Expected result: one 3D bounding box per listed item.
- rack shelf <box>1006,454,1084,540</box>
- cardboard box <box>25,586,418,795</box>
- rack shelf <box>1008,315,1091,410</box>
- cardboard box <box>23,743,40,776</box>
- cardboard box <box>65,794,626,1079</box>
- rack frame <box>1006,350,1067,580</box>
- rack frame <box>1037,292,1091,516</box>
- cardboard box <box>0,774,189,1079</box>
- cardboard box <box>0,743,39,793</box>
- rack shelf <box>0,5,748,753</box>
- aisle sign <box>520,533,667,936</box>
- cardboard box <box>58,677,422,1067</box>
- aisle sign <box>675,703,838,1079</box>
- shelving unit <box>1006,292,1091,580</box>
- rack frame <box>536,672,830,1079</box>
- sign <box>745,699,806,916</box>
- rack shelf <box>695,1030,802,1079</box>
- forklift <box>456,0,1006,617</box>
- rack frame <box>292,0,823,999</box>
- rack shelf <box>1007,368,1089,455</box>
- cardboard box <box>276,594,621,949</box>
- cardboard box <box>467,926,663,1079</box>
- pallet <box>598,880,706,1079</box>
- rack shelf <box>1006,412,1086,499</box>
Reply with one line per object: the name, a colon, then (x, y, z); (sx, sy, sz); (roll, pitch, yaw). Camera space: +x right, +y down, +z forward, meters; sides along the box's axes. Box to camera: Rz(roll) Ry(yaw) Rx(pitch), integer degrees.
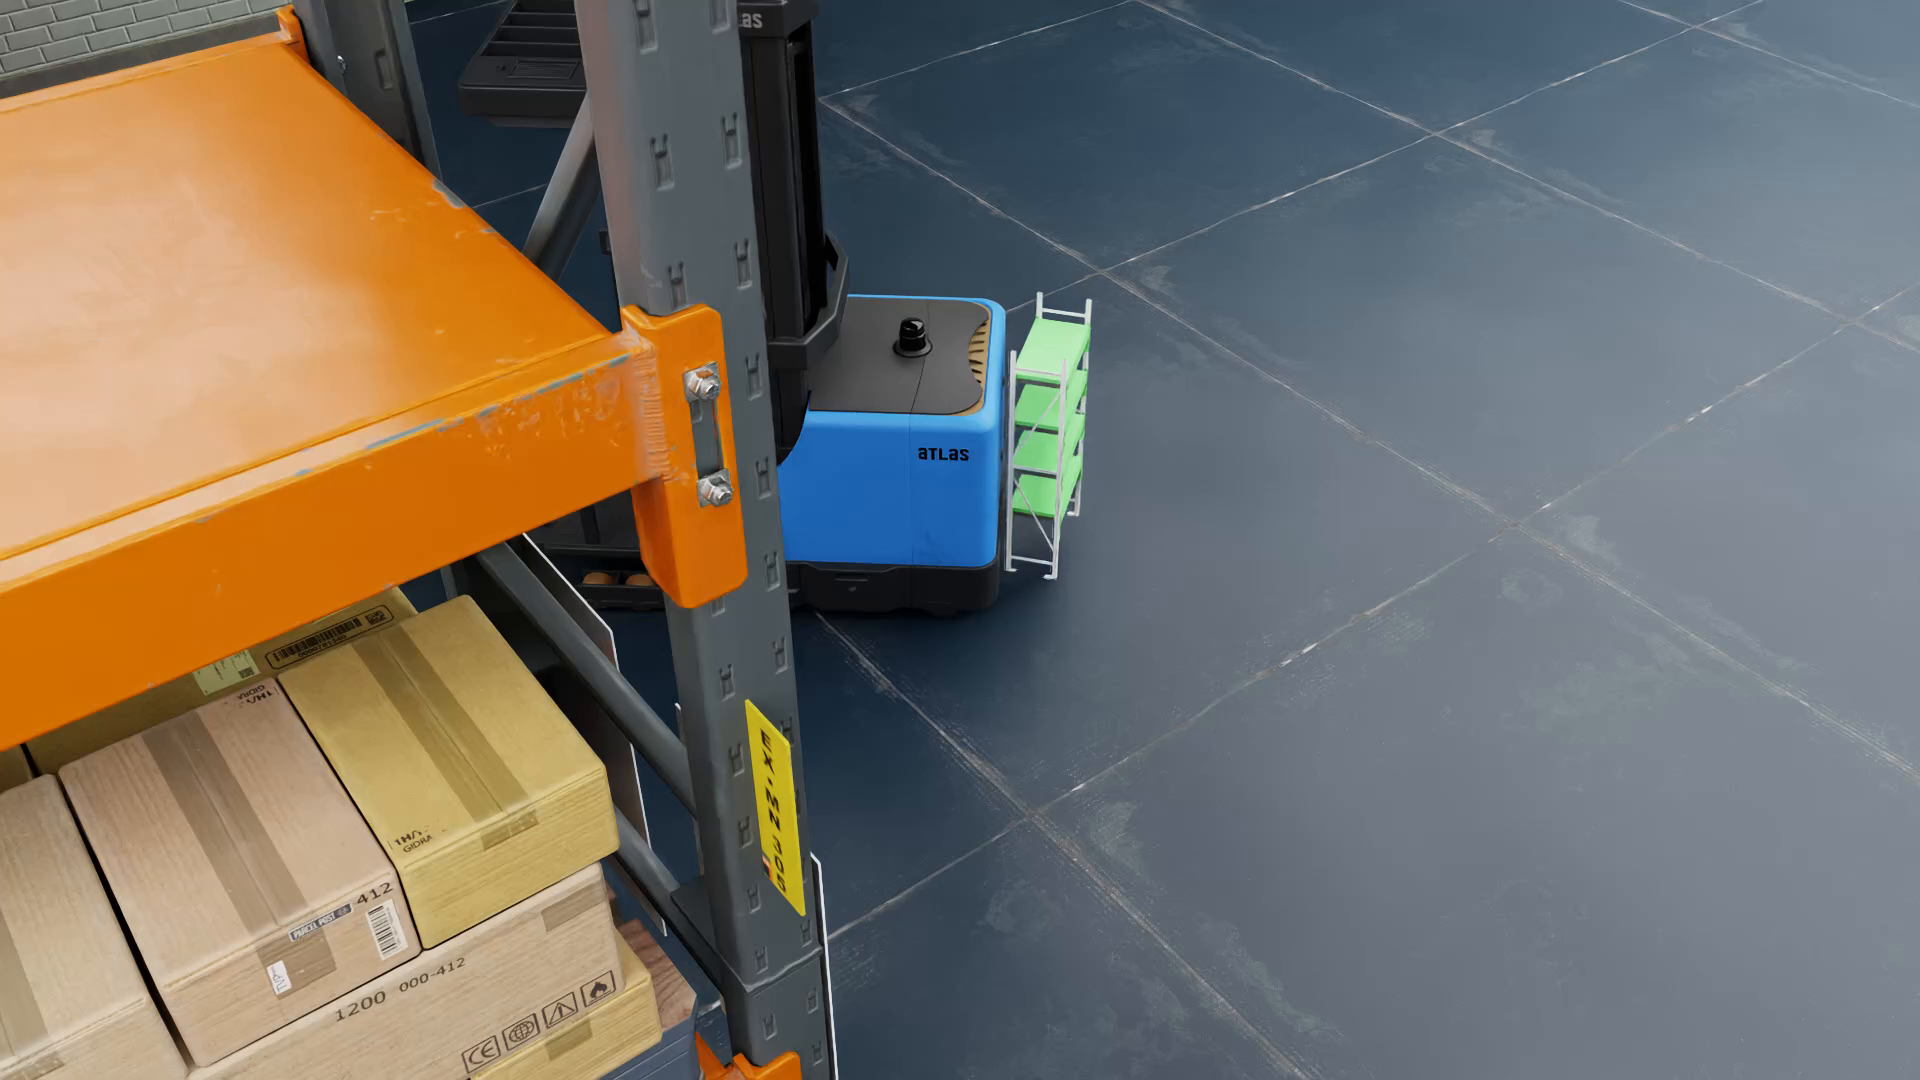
rack shelf: (0.393, -0.220, 7.685); (0.258, 0.148, 0.480); (10, 40, 12)
cardboard box: (-1.093, 0.175, 2.414); (0.500, 0.250, 0.500); (-26, 46, -28)
rack shelf: (0.393, -0.777, 7.228); (0.258, 0.148, 0.480); (10, 40, 12)
cardboard box: (-1.421, 0.438, 2.407); (0.250, 0.149, 0.380); (-26, 46, -28)
cardboard box: (-0.771, 0.447, 2.082); (0.500, 0.250, 0.500); (-25, 46, -28)
rack frame: (0.329, -0.306, 7.310); (0.240, 1.200, 0.015); (10, 40, 12)
rack frame: (0.458, -0.604, 7.674); (0.240, 1.200, 0.015); (10, 40, 12)
cardboard box: (-1.016, 0.459, 1.754); (0.250, 0.149, 0.380); (-25, 46, -27)
cardboard box: (-1.494, 0.372, 2.174); (0.500, 0.250, 0.500); (-27, 46, -29)
rack shelf: (-2.139, 0.421, 1.157); (4.000, 0.370, 1.077); (-26, 46, -28)
aisle sign: (-0.680, 0.352, 3.040); (0.004, 0.787, 0.394); (-26, 46, -28)
cardboard box: (-0.813, 0.360, 1.874); (0.250, 0.149, 0.380); (-26, 46, -28)
aisle sign: (-0.315, 0.653, 2.672); (0.004, 0.787, 0.394); (-26, 46, -28)
shelving unit: (0.393, -0.455, 7.492); (0.258, 1.200, 0.503); (10, 40, 12)
rack frame: (-0.554, 1.535, 3.647); (0.127, 3.000, 1.000); (-26, 46, -28)
sign: (-0.234, 0.342, 2.101); (0.005, 0.325, 0.100); (-26, 46, -28)
rack shelf: (-2.139, 1.426, 1.982); (4.000, 0.370, 1.077); (-26, 46, -28)
forklift: (-1.319, -1.148, 6.973); (3.031, 2.935, 1.130); (2, 39, 3)
rack frame: (-0.554, -0.784, 1.745); (0.127, 3.000, 1.000); (-26, 46, -28)
rack shelf: (0.393, -0.591, 7.380); (0.258, 0.148, 0.480); (10, 40, 12)
cardboard box: (-0.614, 0.264, 1.991); (0.250, 0.149, 0.380); (-26, 46, -28)
cardboard box: (-0.611, 0.570, 2.246); (0.250, 0.149, 0.380); (-26, 46, -28)
pallet: (-1.135, 0.702, 2.368); (1.213, 0.211, 1.003); (-26, 46, -28)
rack shelf: (0.393, -0.406, 7.533); (0.258, 0.148, 0.480); (10, 40, 12)
